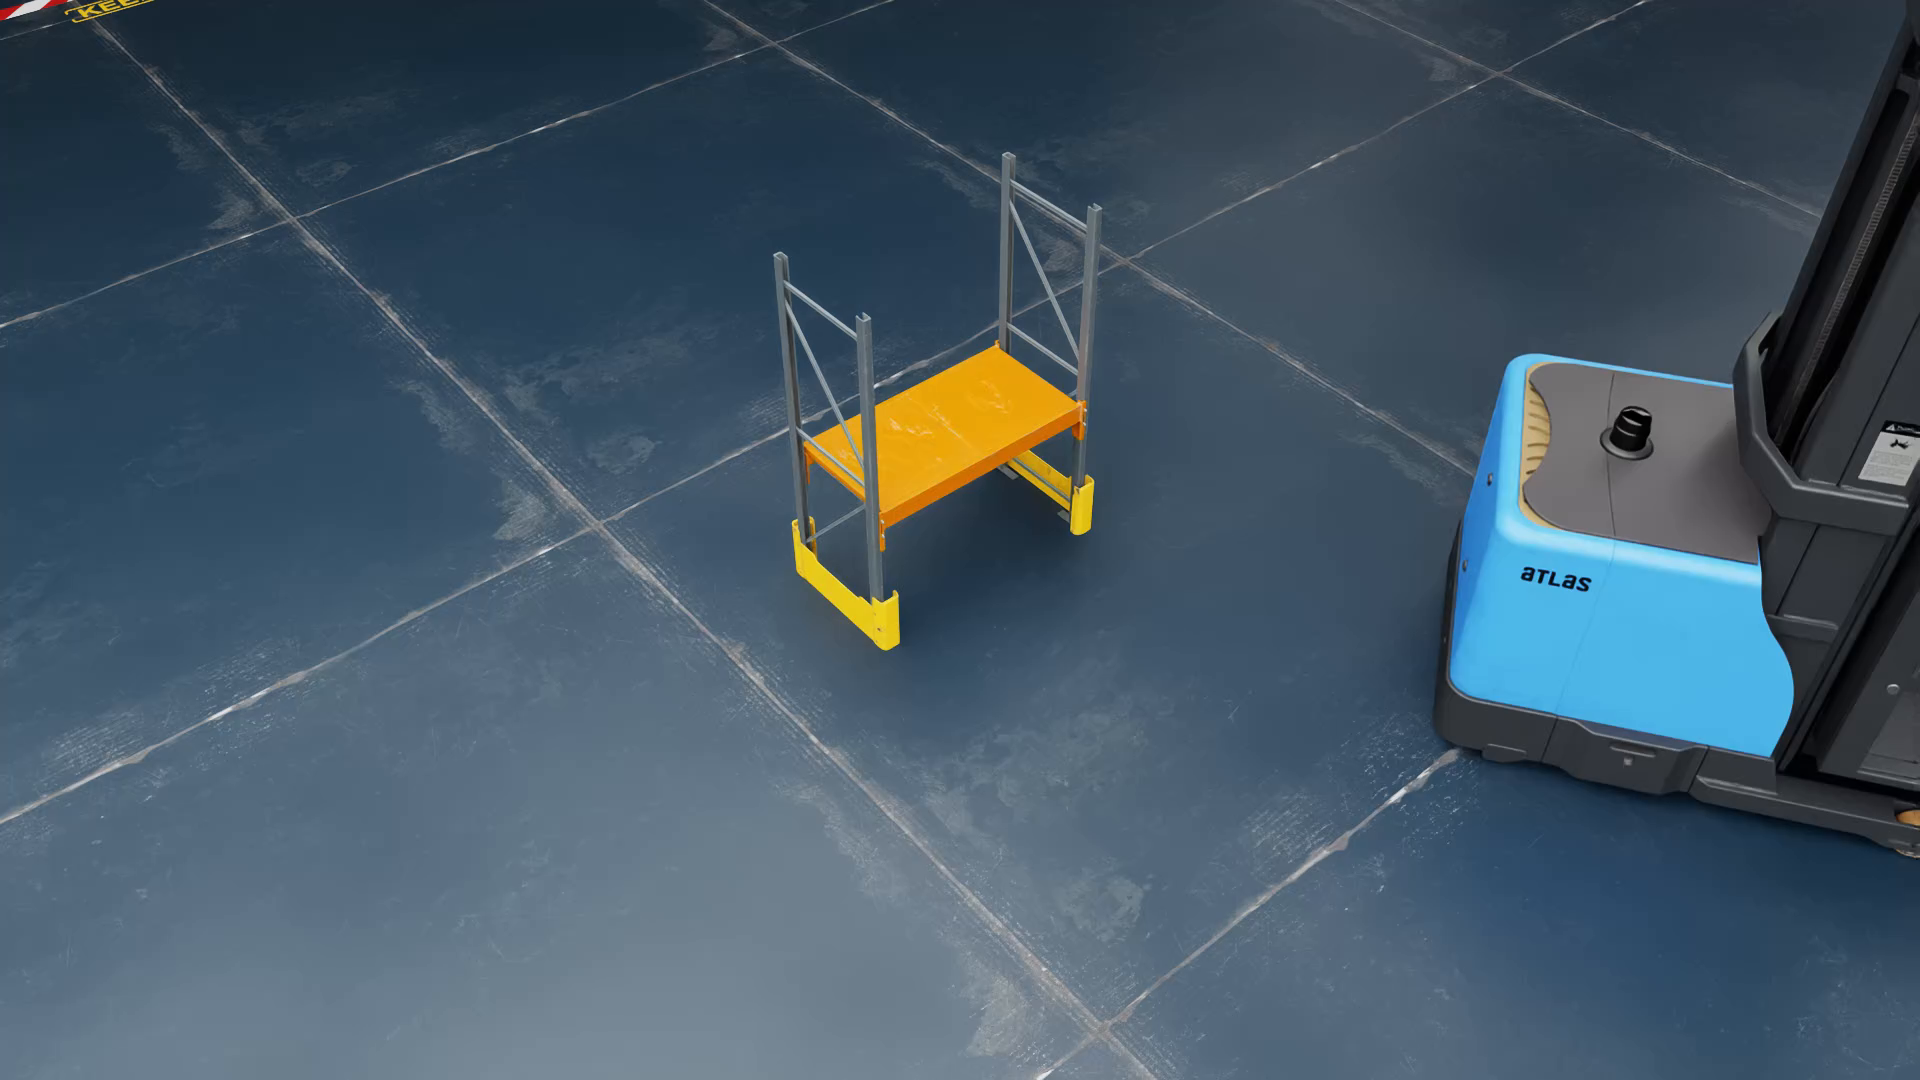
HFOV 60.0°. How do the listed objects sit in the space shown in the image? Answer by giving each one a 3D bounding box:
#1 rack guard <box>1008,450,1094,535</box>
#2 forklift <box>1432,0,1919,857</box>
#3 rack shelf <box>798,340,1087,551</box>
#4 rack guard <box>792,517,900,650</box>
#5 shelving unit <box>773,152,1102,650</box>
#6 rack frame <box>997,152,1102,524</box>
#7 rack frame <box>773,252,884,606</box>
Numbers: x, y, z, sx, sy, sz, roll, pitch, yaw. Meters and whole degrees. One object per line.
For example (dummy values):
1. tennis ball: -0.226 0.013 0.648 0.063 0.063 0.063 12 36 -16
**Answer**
1. rack guard: 0.324 -0.276 6.862 0.087 0.250 0.587 -30 51 -28
2. forklift: 3.267 -0.370 5.003 3.031 2.935 1.130 11 44 11
3. rack shelf: -0.065 -0.378 6.320 1.000 0.185 0.538 -30 51 -28
4. rack guard: -0.440 0.161 6.396 0.087 0.250 0.587 -30 51 -28
5. shelving unit: -0.058 -0.513 6.201 1.083 1.500 0.587 -30 51 -28
6. rack frame: 0.324 -0.733 6.434 0.032 1.500 0.500 -30 51 -28
7. rack frame: -0.455 -0.286 5.959 0.032 1.500 0.500 -30 51 -28
